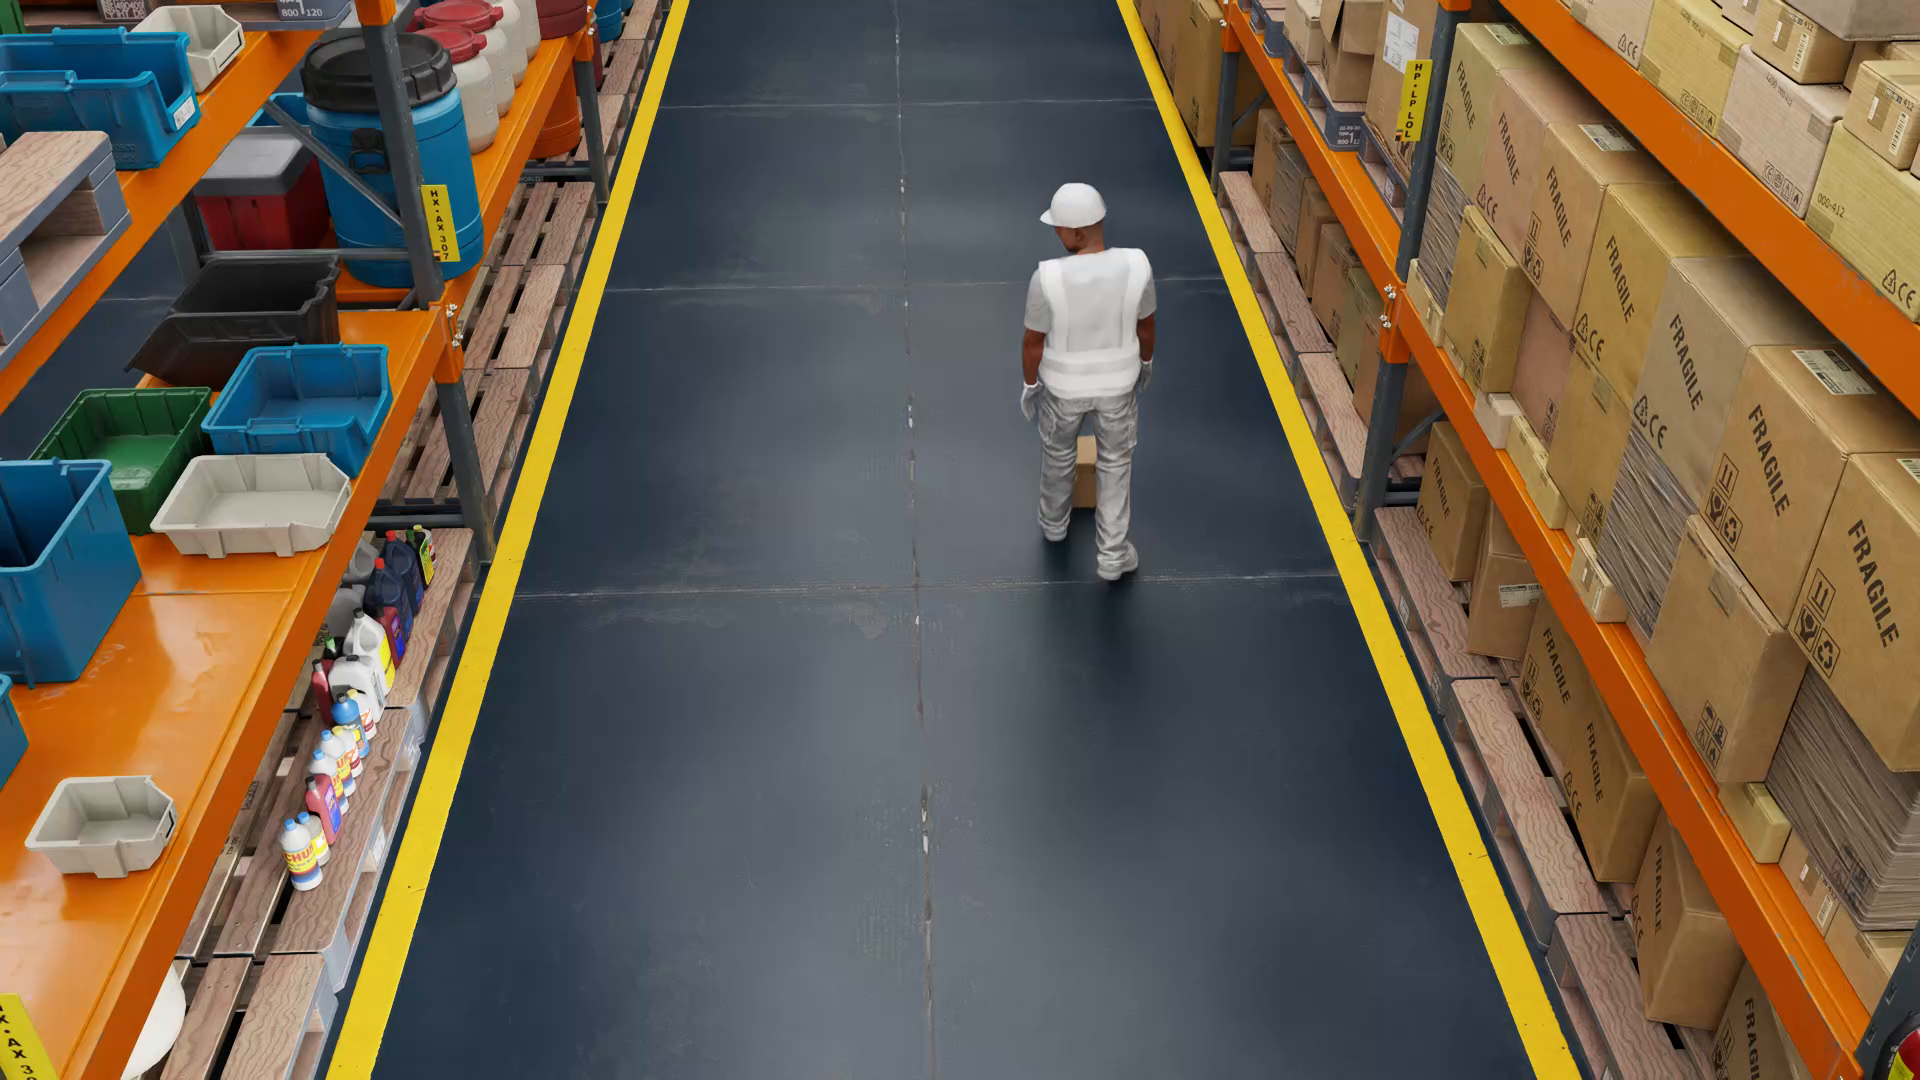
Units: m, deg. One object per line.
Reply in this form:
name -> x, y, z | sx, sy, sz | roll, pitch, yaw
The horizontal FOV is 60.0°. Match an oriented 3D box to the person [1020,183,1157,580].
person -> 0.543, -0.695, 7.114 | 0.582, 1.783, 0.709 | -1, 35, -2
